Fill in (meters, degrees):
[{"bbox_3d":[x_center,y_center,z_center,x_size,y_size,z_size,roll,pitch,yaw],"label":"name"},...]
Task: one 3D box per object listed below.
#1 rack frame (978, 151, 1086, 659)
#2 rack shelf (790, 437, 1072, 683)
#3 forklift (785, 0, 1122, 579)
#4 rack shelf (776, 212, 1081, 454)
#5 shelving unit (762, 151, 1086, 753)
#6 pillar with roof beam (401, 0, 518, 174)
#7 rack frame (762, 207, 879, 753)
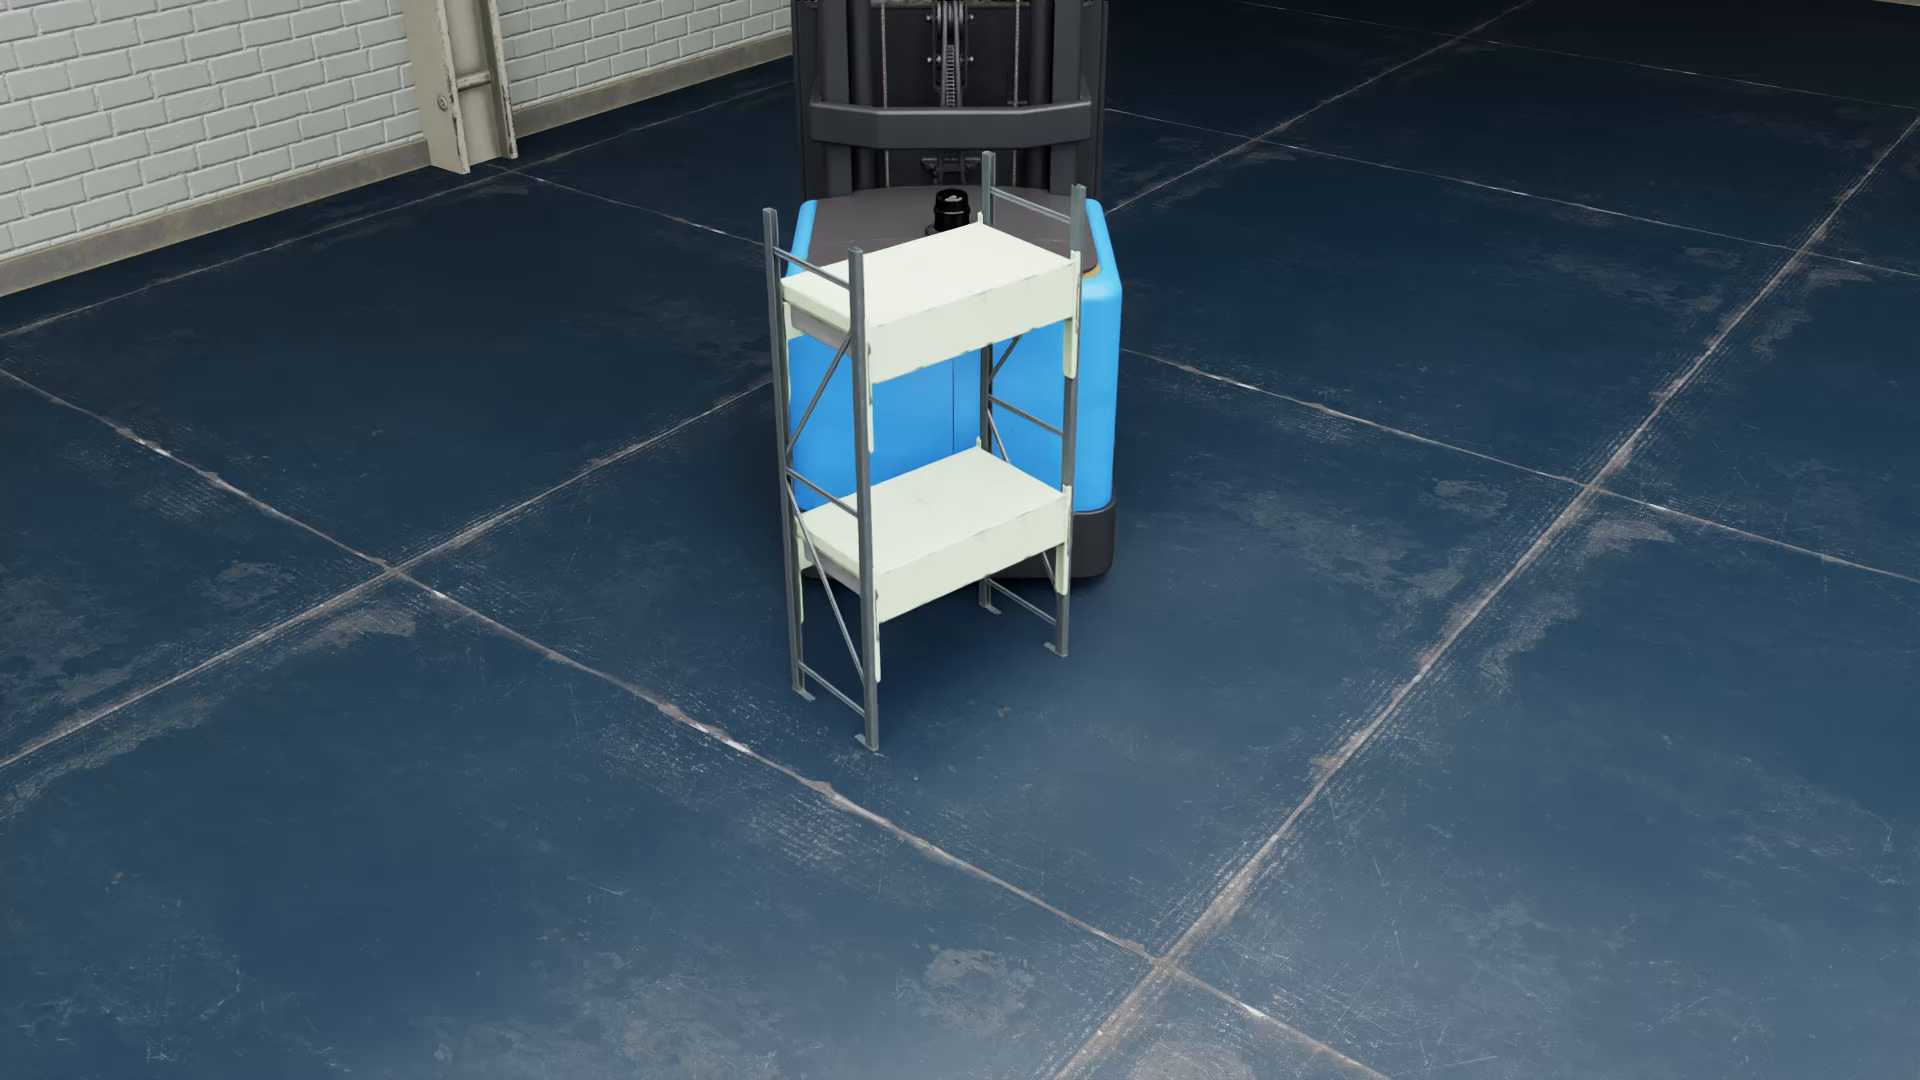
[{"bbox_3d":[0.196,-0.360,4.886,0.023,1.500,0.400,-23,38,-33],"label":"rack frame"},{"bbox_3d":[-0.085,0.040,4.851,0.720,0.370,0.431,-23,38,-33],"label":"rack shelf"},{"bbox_3d":[-0.039,-1.846,5.989,1.130,2.935,3.031,0,31,-1],"label":"forklift"},{"bbox_3d":[-0.085,-0.576,4.486,0.720,0.370,0.431,-23,38,-33],"label":"rack shelf"},{"bbox_3d":[-0.085,-0.241,4.685,0.755,1.500,0.431,-23,38,-33],"label":"shelving unit"},{"bbox_3d":[0.695,-4.684,4.828,9.100,9.000,0.400,21,37,31],"label":"pillar with roof beam"},{"bbox_3d":[-0.367,-0.121,4.484,0.023,1.500,0.400,-23,38,-33],"label":"rack frame"}]
